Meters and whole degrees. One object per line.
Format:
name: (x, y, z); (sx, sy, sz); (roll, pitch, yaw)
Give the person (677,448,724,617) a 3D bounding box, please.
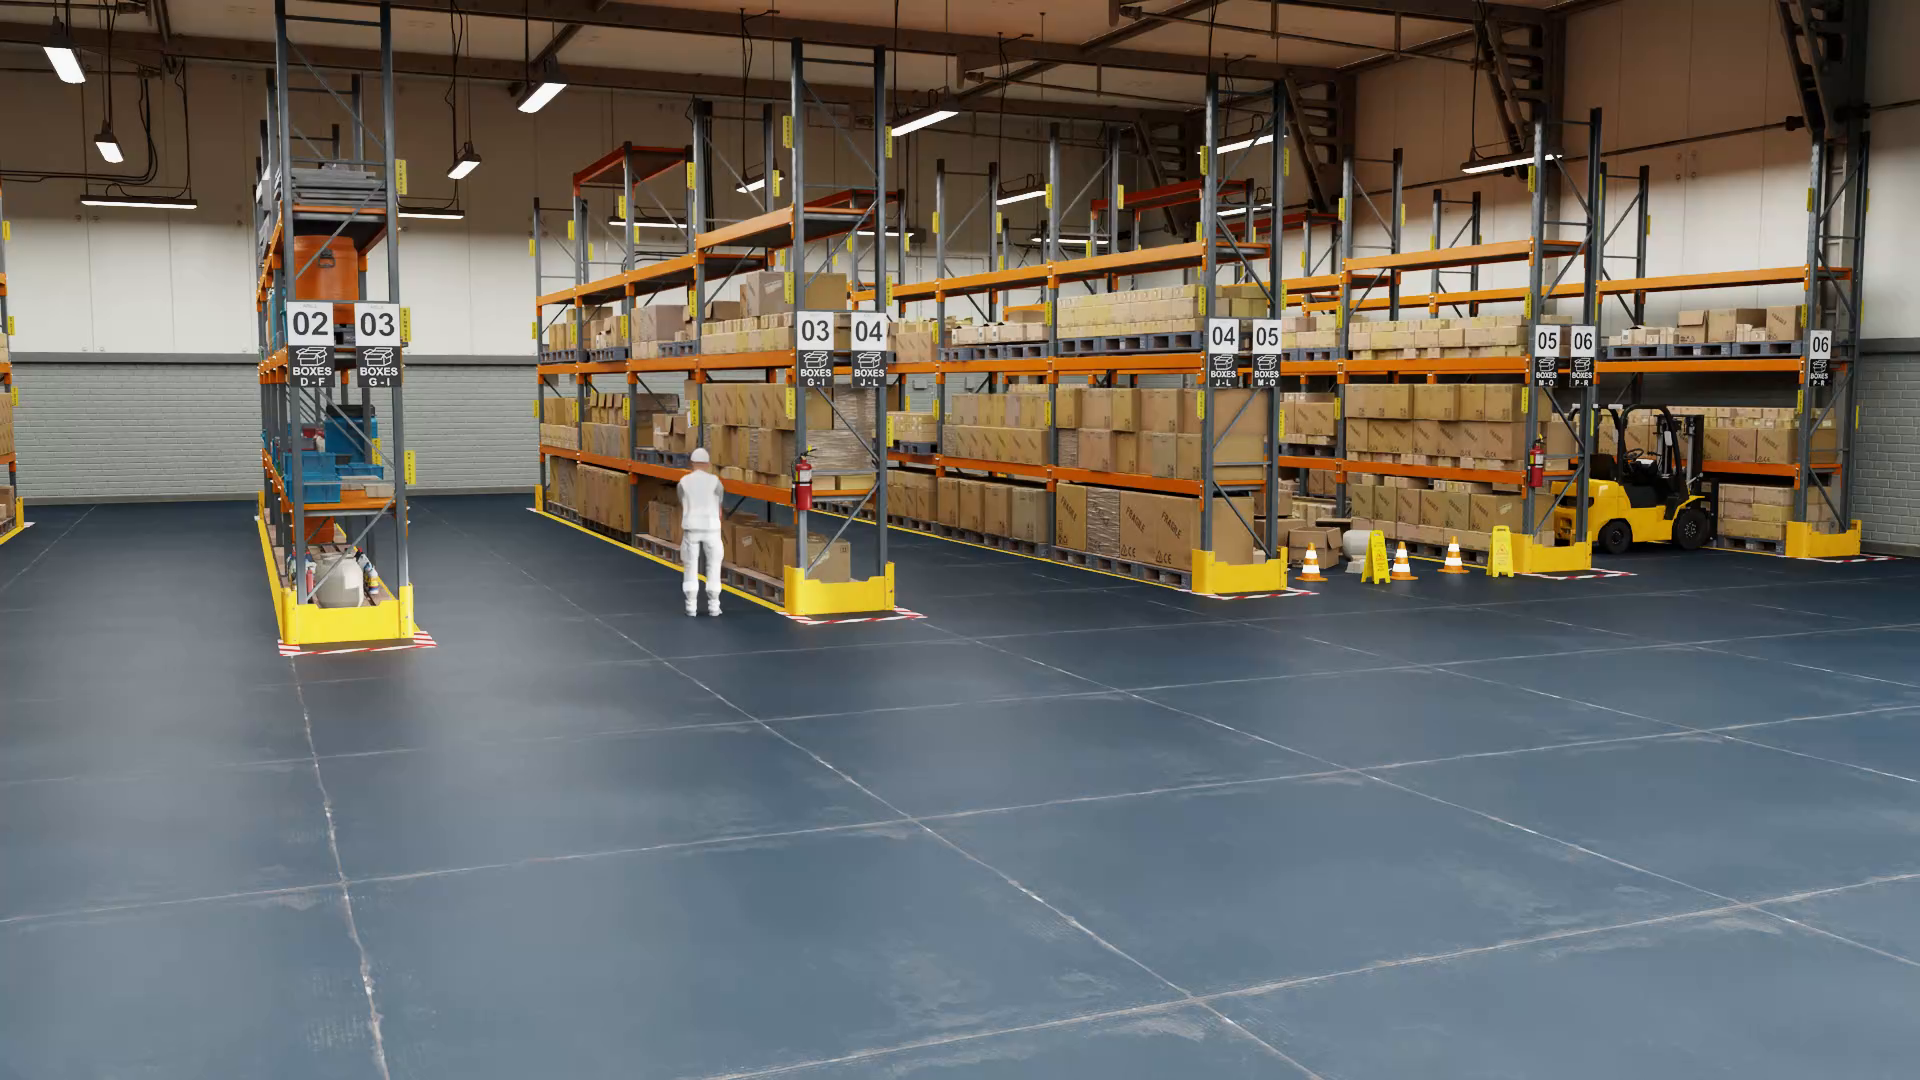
person: (-2.748, -0.095, 17.666); (0.491, 1.773, 0.583); (0, 5, -4)
